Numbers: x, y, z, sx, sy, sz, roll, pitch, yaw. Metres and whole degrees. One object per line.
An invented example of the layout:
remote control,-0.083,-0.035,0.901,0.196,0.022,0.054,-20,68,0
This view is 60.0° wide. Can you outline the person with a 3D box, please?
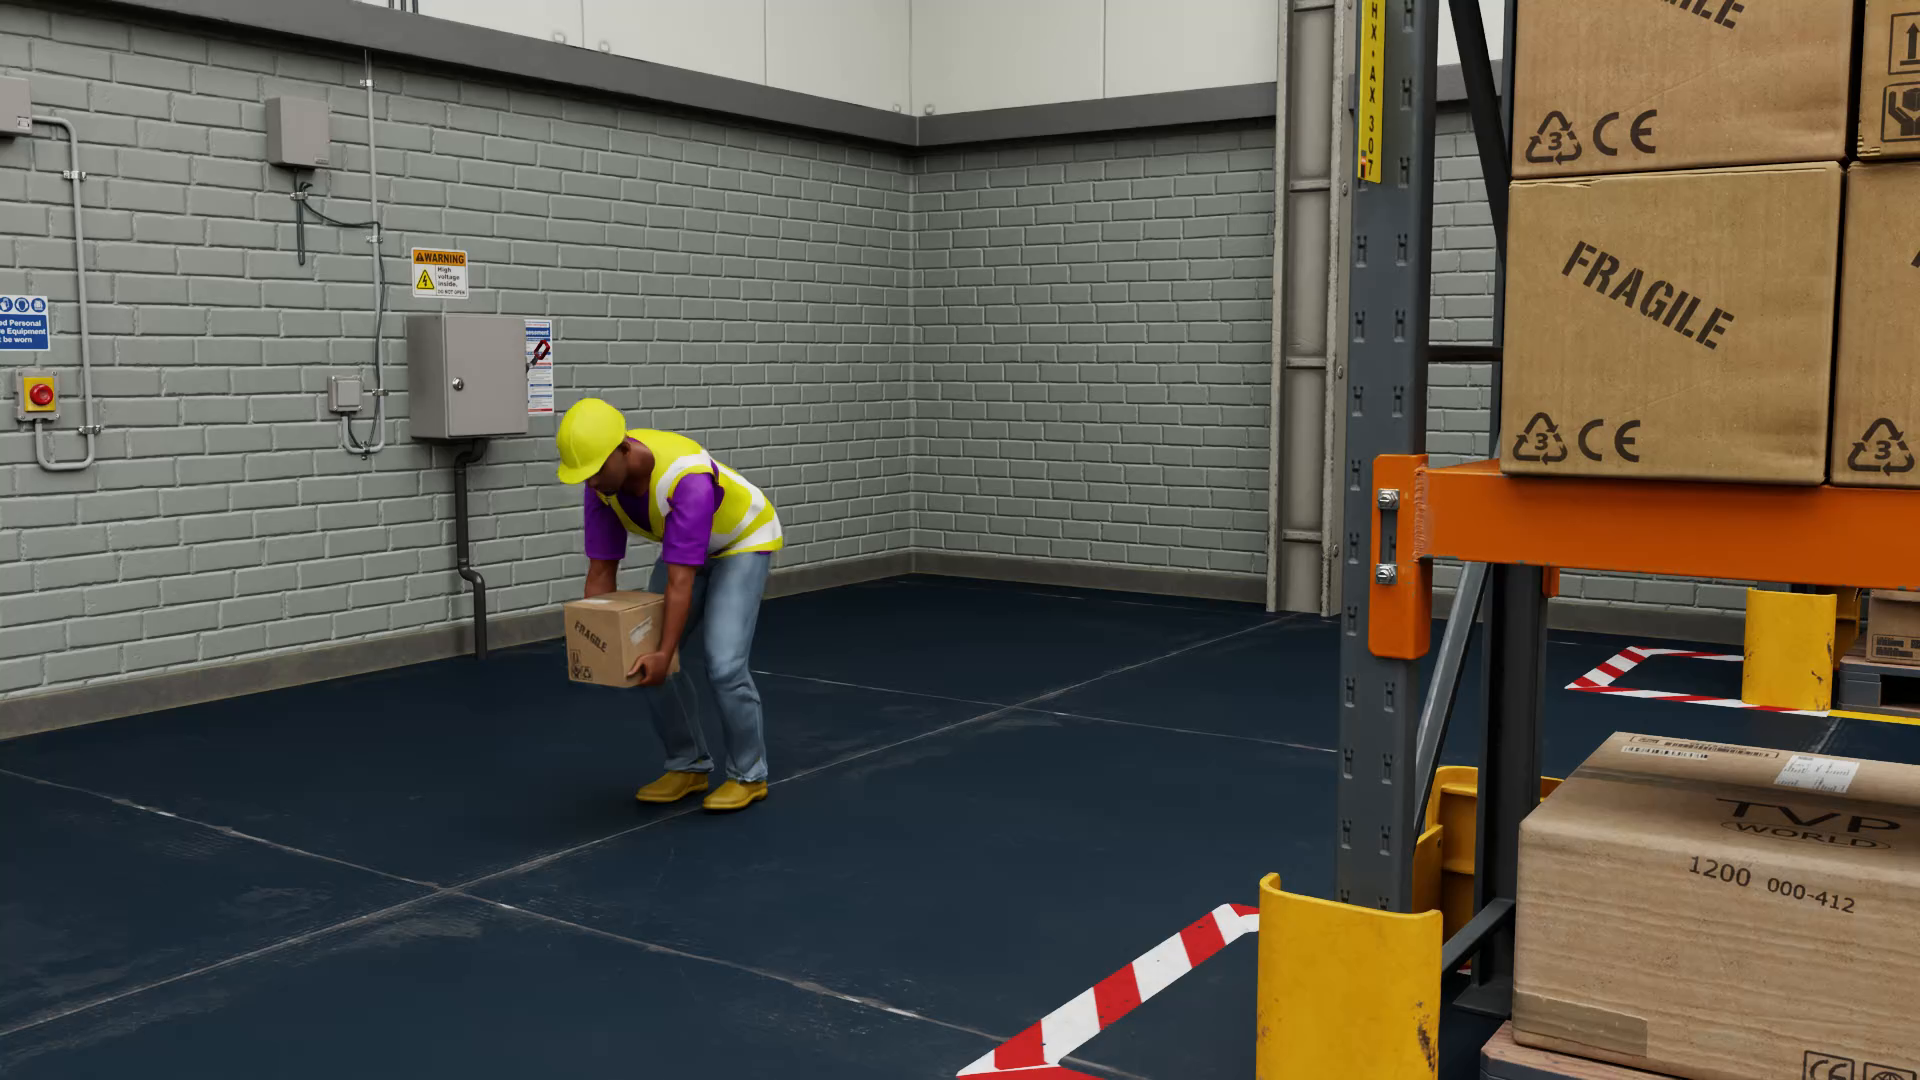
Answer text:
person,-0.956,0.219,5.454,0.490,1.376,0.898,4,7,32
